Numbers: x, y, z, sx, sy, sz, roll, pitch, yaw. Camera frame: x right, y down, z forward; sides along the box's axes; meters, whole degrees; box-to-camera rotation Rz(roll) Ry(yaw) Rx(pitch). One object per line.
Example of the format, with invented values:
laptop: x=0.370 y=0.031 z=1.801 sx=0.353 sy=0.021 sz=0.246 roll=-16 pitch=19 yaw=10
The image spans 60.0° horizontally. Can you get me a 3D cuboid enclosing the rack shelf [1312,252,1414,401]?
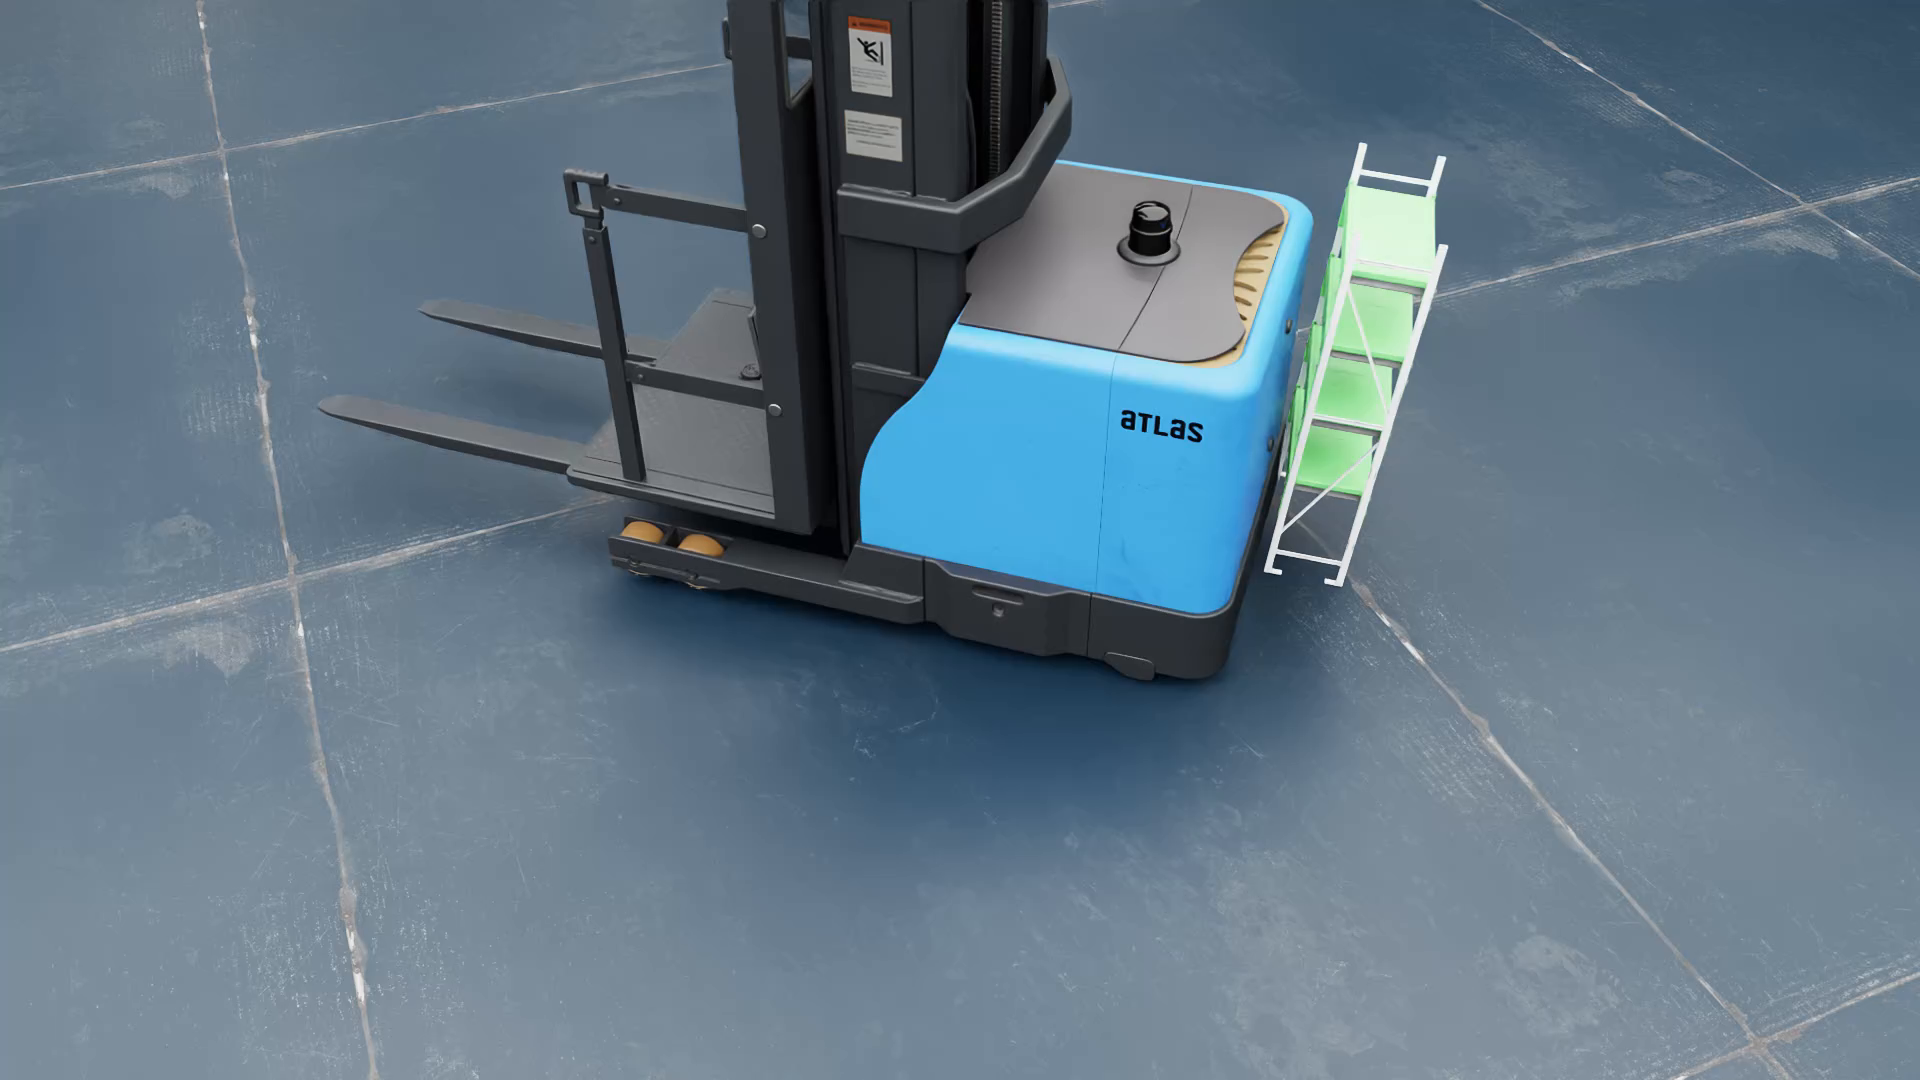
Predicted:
rack shelf: x=1.160 y=-0.619 z=4.766 sx=0.258 sy=0.148 sz=0.480 roll=11 pitch=42 yaw=6

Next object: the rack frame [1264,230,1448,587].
rack frame: x=1.097 y=-0.332 z=4.702 sx=0.240 sy=1.200 sz=0.015 roll=11 pitch=42 yaw=6

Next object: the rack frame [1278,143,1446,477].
rack frame: x=1.197 y=-0.644 z=5.064 sx=0.240 sy=1.200 sz=0.015 roll=11 pitch=42 yaw=6

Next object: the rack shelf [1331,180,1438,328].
rack shelf: x=1.178 y=-0.798 z=4.607 sx=0.258 sy=0.148 sz=0.480 roll=11 pitch=42 yaw=6

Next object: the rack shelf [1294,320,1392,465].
rack shelf: x=1.142 y=-0.440 z=4.925 sx=0.258 sy=0.148 sz=0.480 roll=11 pitch=42 yaw=6

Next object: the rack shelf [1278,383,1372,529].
rack shelf: x=1.124 y=-0.261 z=5.084 sx=0.258 sy=0.148 sz=0.480 roll=11 pitch=42 yaw=6

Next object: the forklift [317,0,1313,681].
forklift: x=-0.554 y=-1.277 z=4.487 sx=3.031 sy=2.935 sz=1.130 roll=12 pitch=42 yaw=14

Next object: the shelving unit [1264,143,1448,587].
shelving unit: x=1.147 y=-0.488 z=4.883 sx=0.258 sy=1.200 sz=0.503 roll=11 pitch=42 yaw=6
